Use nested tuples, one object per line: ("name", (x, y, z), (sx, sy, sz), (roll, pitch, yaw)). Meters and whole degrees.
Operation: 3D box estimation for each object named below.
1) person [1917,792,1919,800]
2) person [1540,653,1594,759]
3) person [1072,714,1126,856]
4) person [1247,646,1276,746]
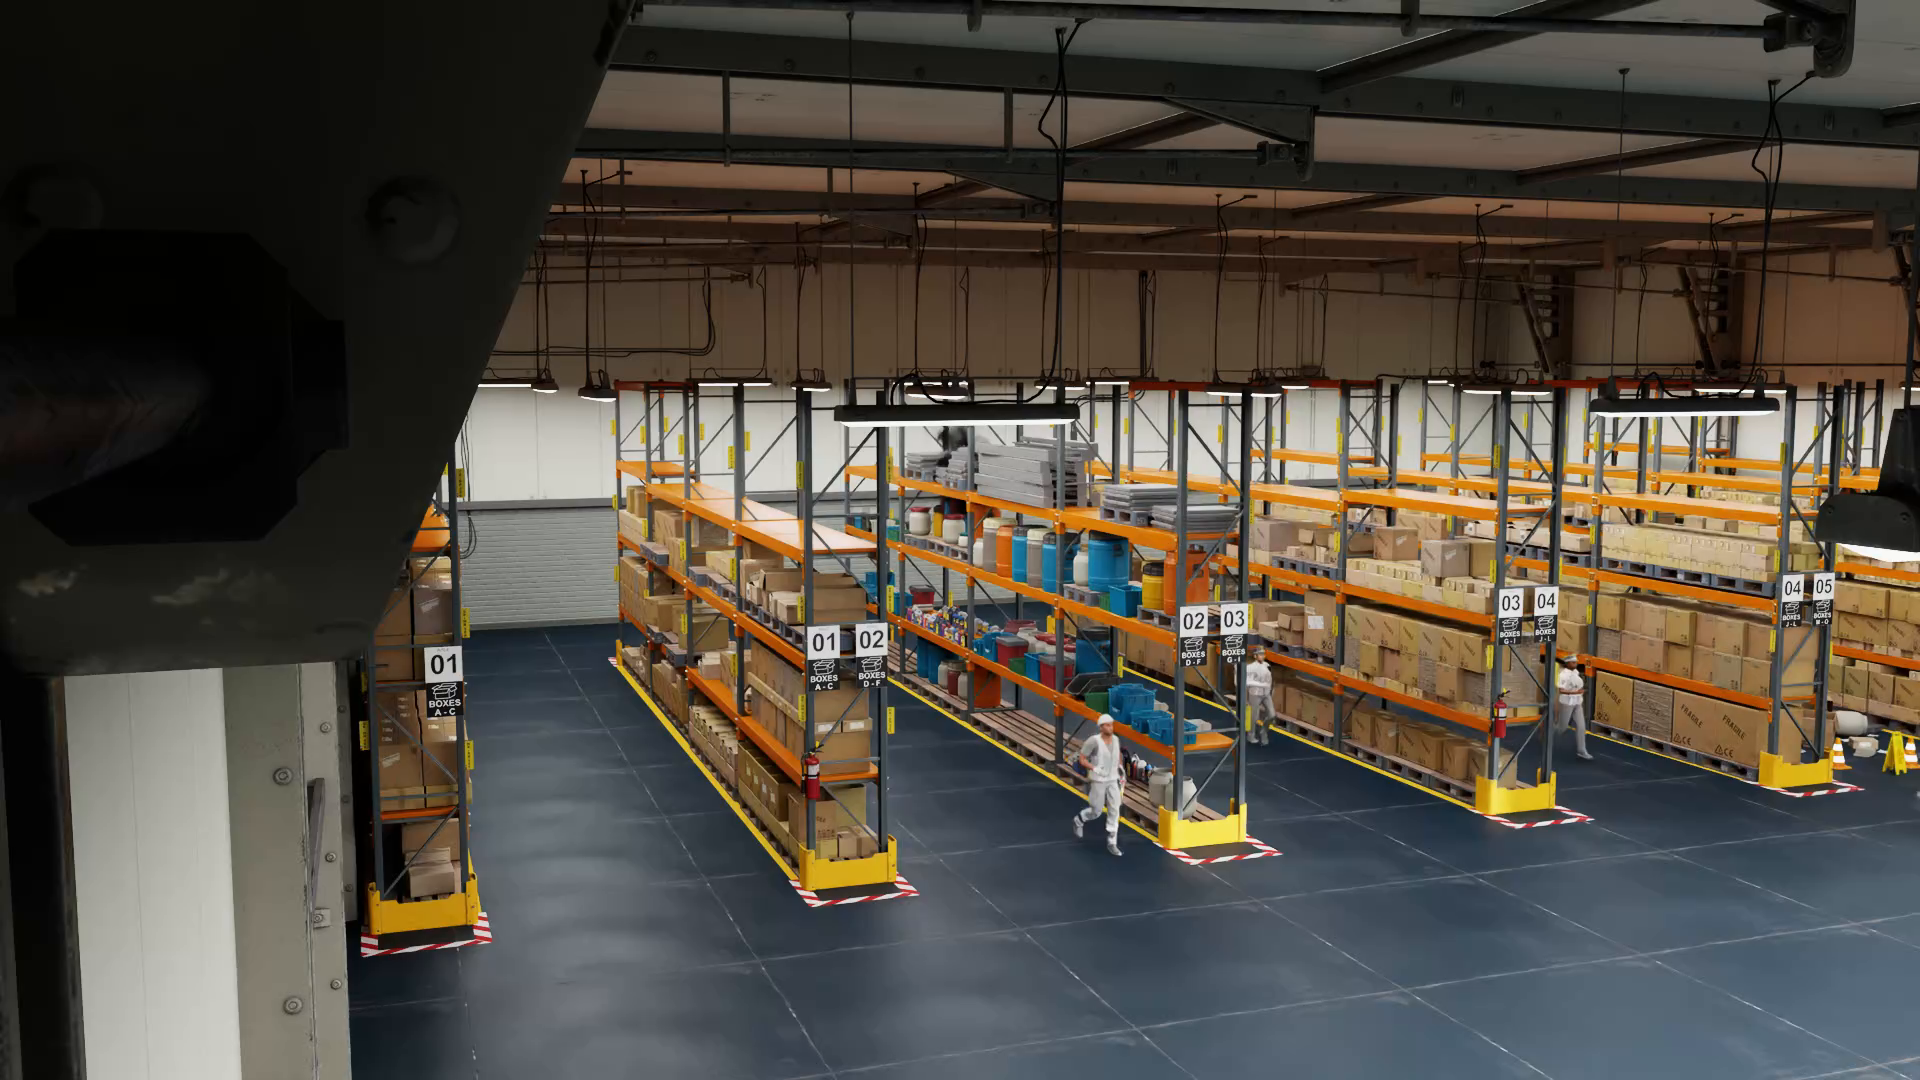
("person", (13.596, 3.104, 23.023), (0.562, 1.627, 0.616), (3, 7, 29))
("person", (9.839, 2.649, 26.807), (0.582, 1.667, 0.896), (-4, 7, -32))
("person", (1.872, 3.154, 21.740), (0.703, 1.786, 0.887), (-4, 7, -31))
("person", (4.995, 2.580, 27.539), (0.583, 1.685, 0.661), (-2, 6, -19))
